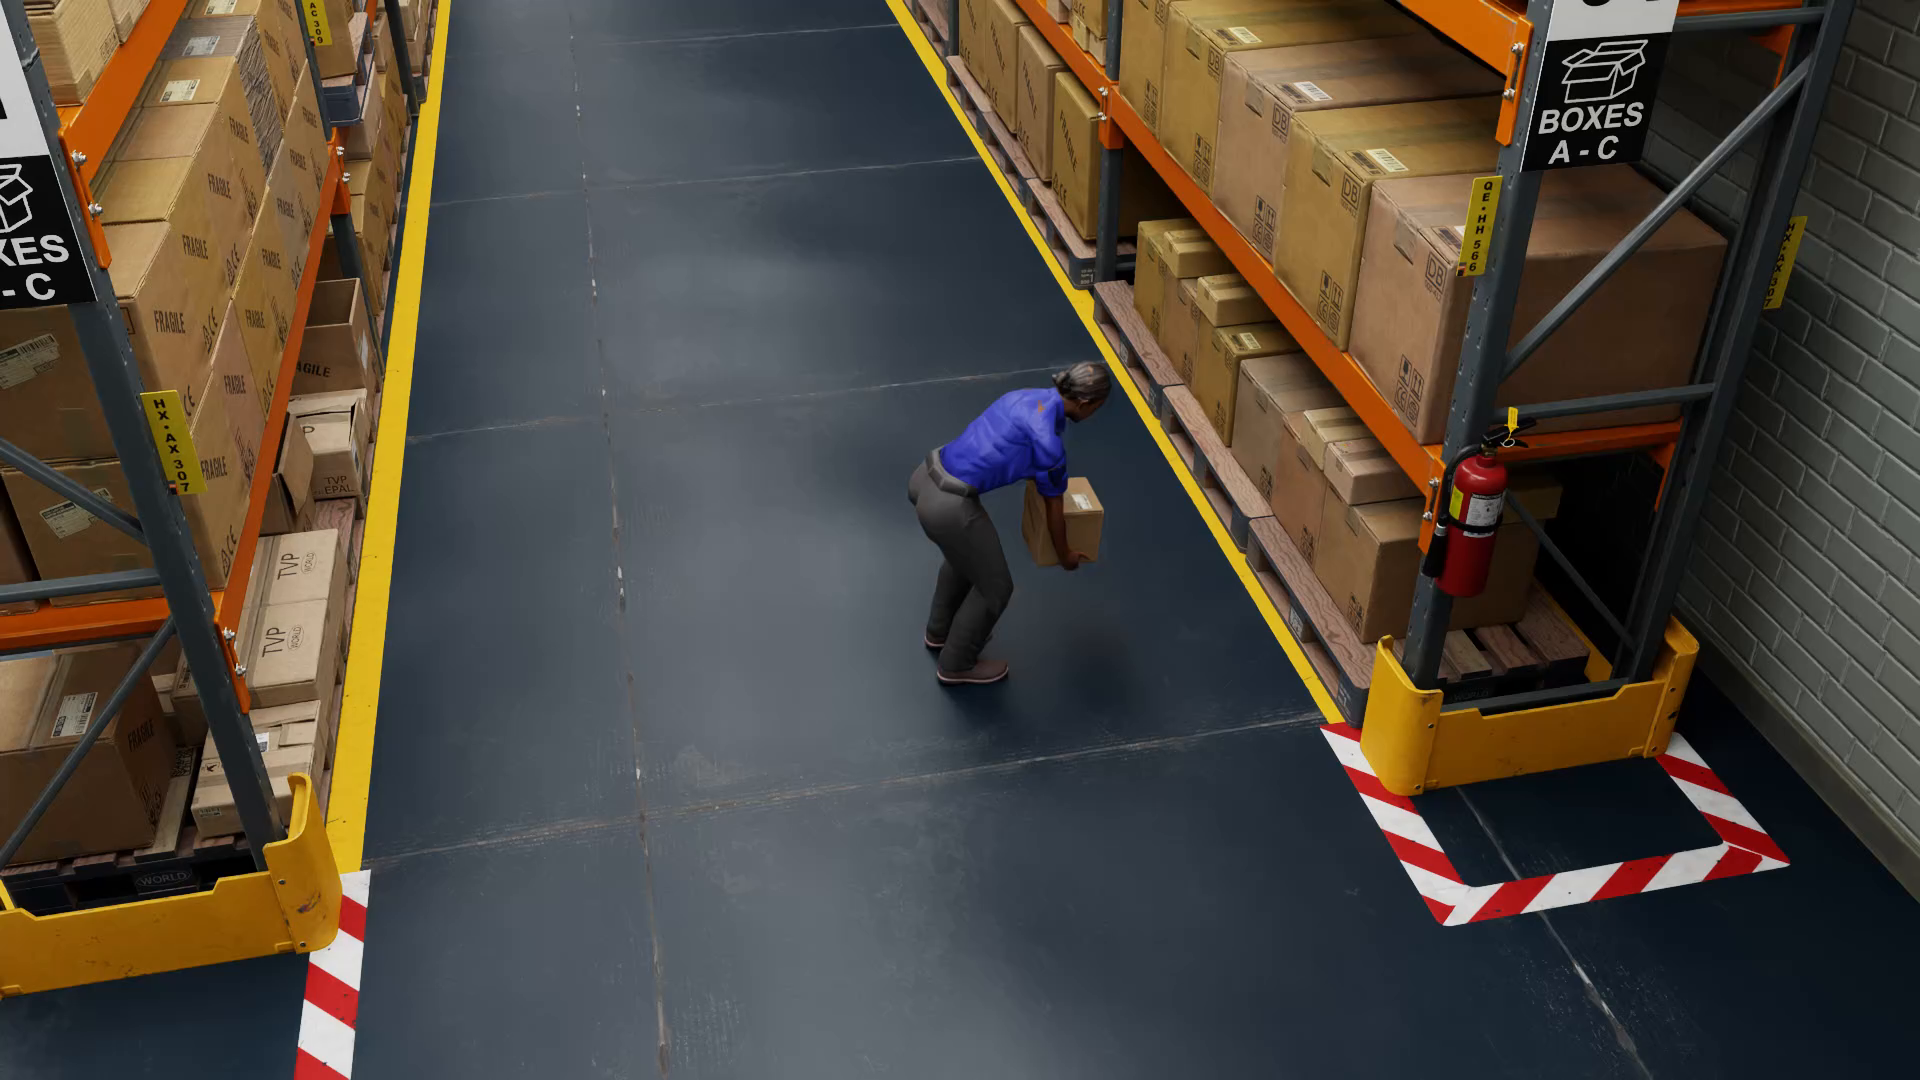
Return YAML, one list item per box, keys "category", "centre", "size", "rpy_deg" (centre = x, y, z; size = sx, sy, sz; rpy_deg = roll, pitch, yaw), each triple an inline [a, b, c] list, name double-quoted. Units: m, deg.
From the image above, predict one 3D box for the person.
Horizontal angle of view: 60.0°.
- category: "person"
  centre: [0.196, -0.068, 6.563]
  size: [0.788, 1.305, 0.418]
  rpy_deg: [-8, 35, -12]
